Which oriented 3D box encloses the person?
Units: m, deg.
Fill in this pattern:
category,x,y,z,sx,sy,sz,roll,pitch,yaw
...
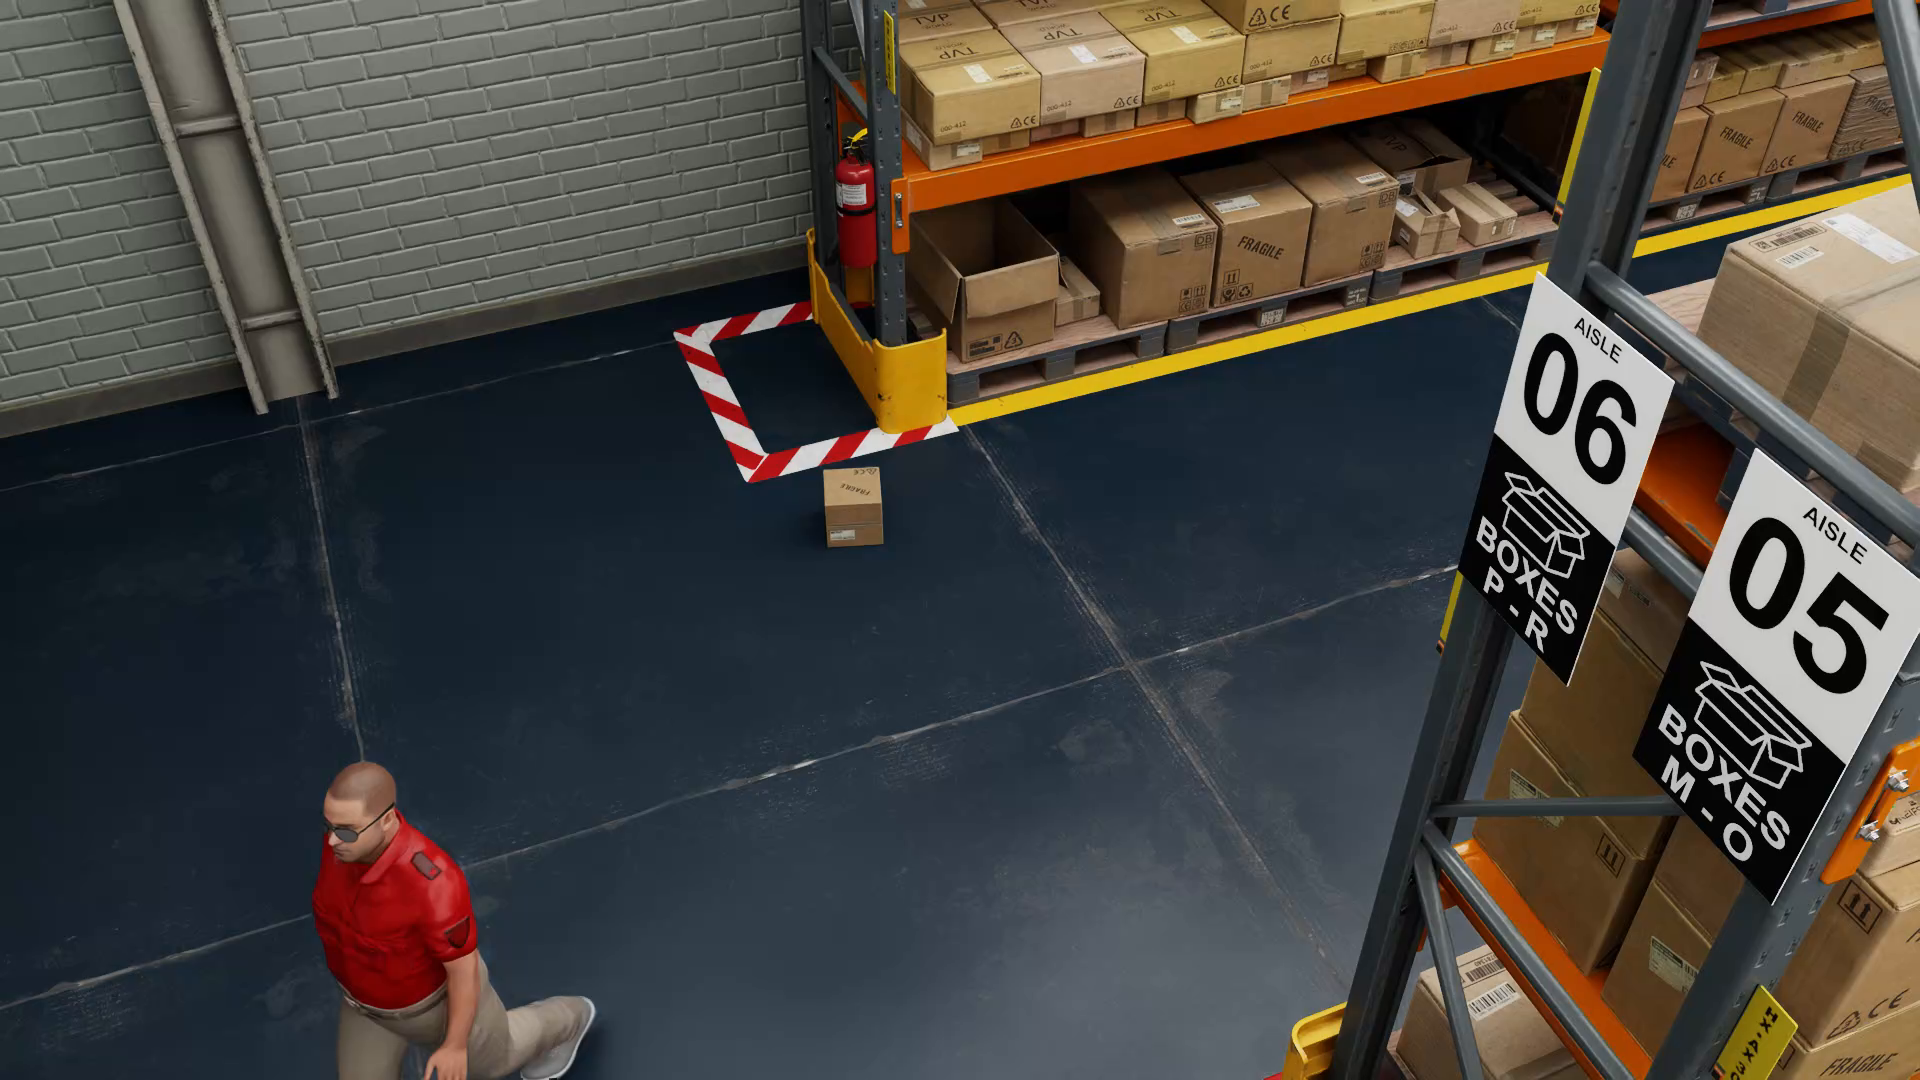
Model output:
category,x,y,z,sx,sy,sz,roll,pitch,yaw
person,-1.543,1.267,4.733,0.553,1.679,0.978,22,46,23
